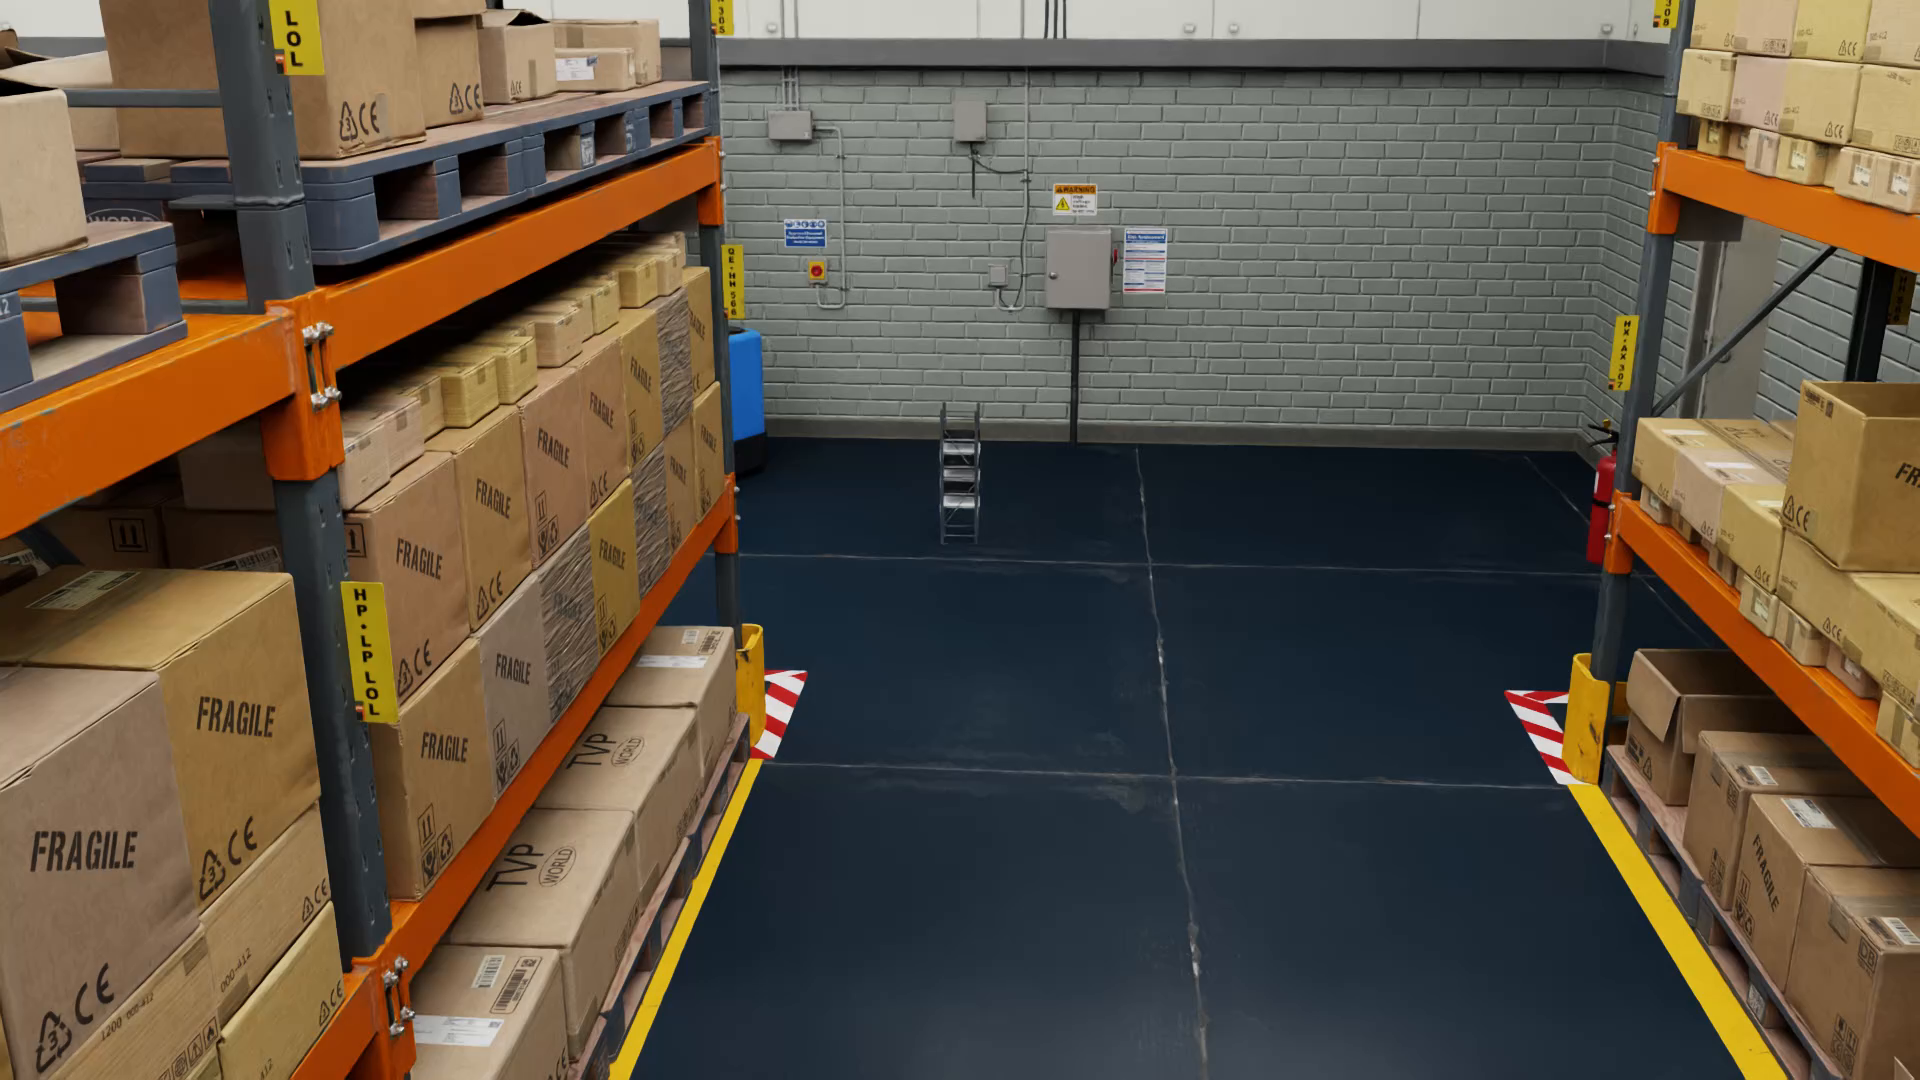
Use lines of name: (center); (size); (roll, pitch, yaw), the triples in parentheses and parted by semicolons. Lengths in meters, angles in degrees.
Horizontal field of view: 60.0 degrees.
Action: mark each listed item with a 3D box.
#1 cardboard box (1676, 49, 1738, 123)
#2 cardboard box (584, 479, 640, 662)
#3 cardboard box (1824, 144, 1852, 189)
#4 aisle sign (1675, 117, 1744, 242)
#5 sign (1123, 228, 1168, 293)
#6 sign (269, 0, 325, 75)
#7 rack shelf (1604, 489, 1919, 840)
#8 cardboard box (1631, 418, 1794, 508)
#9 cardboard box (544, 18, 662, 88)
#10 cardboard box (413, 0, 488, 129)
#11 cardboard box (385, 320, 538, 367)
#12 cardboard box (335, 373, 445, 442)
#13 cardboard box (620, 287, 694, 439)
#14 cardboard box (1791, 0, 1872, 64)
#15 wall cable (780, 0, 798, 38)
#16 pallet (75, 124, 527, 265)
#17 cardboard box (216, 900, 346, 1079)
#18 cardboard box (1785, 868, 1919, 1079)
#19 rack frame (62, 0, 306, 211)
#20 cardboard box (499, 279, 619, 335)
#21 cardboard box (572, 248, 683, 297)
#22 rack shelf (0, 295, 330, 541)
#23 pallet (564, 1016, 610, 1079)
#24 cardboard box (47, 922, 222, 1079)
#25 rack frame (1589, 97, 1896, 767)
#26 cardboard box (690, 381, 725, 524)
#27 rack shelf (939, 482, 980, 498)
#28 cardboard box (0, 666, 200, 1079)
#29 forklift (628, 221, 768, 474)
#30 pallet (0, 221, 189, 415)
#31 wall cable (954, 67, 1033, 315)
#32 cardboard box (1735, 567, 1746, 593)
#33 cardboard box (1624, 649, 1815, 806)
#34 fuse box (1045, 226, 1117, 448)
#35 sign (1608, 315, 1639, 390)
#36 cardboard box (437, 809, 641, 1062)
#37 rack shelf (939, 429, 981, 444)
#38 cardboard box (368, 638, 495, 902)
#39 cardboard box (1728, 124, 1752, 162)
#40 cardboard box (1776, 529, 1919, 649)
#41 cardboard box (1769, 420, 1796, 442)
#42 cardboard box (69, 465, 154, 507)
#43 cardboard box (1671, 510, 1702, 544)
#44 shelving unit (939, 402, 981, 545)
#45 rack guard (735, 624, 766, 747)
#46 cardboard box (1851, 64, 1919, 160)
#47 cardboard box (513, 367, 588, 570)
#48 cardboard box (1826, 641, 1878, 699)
cardboard box: (3.103, -1.747, 6.383); (0.500, 0.250, 0.500); (1, 18, 3)
cardboard box: (-1.417, 0.092, 5.665); (0.500, 0.500, 0.500); (2, 18, 6)
cardboard box: (3.036, -1.199, 5.352); (0.380, 0.149, 0.250); (1, 18, 3)
aisle sign: (3.119, -1.646, 6.955); (0.394, 0.787, 0.004); (1, 18, 4)
sign: (1.429, -2.160, 12.852); (0.329, 0.494, 0.001); (1, 18, 4)
sign: (-1.289, -1.062, 3.194); (0.100, 0.325, 0.005); (1, 18, 4)
rack shelf: (3.264, 0.580, 5.491); (1.077, 0.370, 4.000); (1, 18, 4)
cardboard box: (3.106, -0.318, 6.840); (0.500, 0.250, 0.500); (1, 18, 4)
cardboard box: (-1.486, -1.952, 6.652); (0.500, 0.250, 0.500); (0, 18, -1)
cardboard box: (-1.766, -1.392, 4.534); (0.797, 0.503, 0.637); (3, 18, 8)
cardboard box: (-1.508, -0.571, 5.041); (0.380, 0.149, 0.250); (1, 18, 4)
cardboard box: (-1.571, -0.334, 4.317); (0.380, 0.149, 0.250); (1, 18, 3)
cardboard box: (-1.349, -0.697, 6.468); (0.500, 0.500, 0.500); (1, 18, 4)
cardboard box: (3.047, -1.670, 5.346); (0.500, 0.250, 0.500); (1, 18, 3)
wall cable: (-1.417, -5.116, 12.086); (0.463, 3.000, 0.029); (1, 18, 4)
pallet: (-1.762, -0.888, 4.140); (1.003, 0.211, 1.213); (1, 18, 4)
cardboard box: (-1.611, 0.966, 3.399); (0.500, 0.250, 0.500); (1, 18, 3)
cardboard box: (3.094, 1.380, 5.234); (0.700, 0.500, 0.500); (1, 18, 2)
rack frame: (-1.831, -2.101, 2.884); (1.000, 3.000, 0.127); (1, 18, 4)
cardboard box: (-1.407, -0.810, 5.770); (0.380, 0.149, 0.250); (2, 18, 5)
cardboard box: (-1.299, -1.046, 6.491); (0.380, 0.149, 0.250); (1, 18, 3)
rack shelf: (-1.974, 0.287, 1.567); (1.077, 0.370, 4.000); (1, 18, 4)
pallet: (-1.698, 1.840, 4.968); (1.003, 0.211, 1.213); (1, 18, 4)
cardboard box: (-1.648, 0.881, 2.855); (0.500, 0.250, 0.500); (2, 18, 5)
rack frame: (3.407, -0.383, 7.275); (1.000, 3.000, 0.127); (1, 18, 4)
cardboard box: (-1.314, -0.384, 7.119); (0.500, 0.500, 0.500); (1, 18, 4)
rack shelf: (0.001, -0.313, 10.829); (0.258, 0.077, 0.200); (1, 18, 4)
cardboard box: (-1.642, 0.532, 2.715); (0.500, 0.500, 0.500); (2, 18, 5)
forklift: (-2.928, -2.061, 12.507); (3.031, 2.935, 1.130); (13, 22, 34)
pallet: (-1.847, -0.299, 2.508); (0.805, 0.209, 1.217); (1, 18, 2)
wall cable: (0.253, -2.699, 12.712); (0.588, 1.984, 0.122); (1, 18, 4)
cardboard box: (3.061, 0.154, 6.038); (0.380, 0.149, 0.250); (2, 18, 5)
cardboard box: (3.269, 0.792, 7.025); (0.797, 0.503, 0.637); (1, 18, 2)
fuse box: (0.922, -1.540, 12.875); (0.539, 1.711, 0.414); (1, 18, 4)
sign: (2.866, -0.807, 7.177); (0.100, 0.325, 0.005); (1, 18, 4)
cardboard box: (-1.615, 1.297, 5.588); (0.875, 0.438, 0.875); (1, 18, 2)
rack shelf: (0.001, -0.655, 10.717); (0.258, 0.077, 0.200); (1, 18, 4)
cardboard box: (-1.536, 0.562, 4.229); (0.500, 0.500, 0.500); (2, 18, 6)
cardboard box: (3.160, -1.513, 6.310); (0.380, 0.149, 0.250); (2, 18, 5)
cardboard box: (3.022, 0.155, 5.395); (0.500, 0.250, 0.500); (1, 18, 2)
cardboard box: (3.639, -0.304, 6.798); (0.500, 0.250, 0.500); (2, 18, 6)
cardboard box: (-2.126, -0.184, 3.859); (0.380, 0.149, 0.250); (1, 18, 3)
cardboard box: (3.138, -0.088, 6.777); (0.380, 0.149, 0.250); (2, 18, 5)
shelving unit: (0.001, -0.430, 10.791); (0.258, 0.900, 0.210); (1, 18, 4)
rack guard: (-1.542, 0.688, 8.021); (1.175, 0.500, 0.348); (1, 18, 4)
cardboard box: (3.024, -1.269, 4.923); (0.500, 0.250, 0.500); (1, 18, 3)
cardboard box: (-1.464, -0.231, 5.045); (0.500, 0.500, 0.500); (2, 18, 5)
cardboard box: (3.020, 0.395, 5.303); (0.380, 0.149, 0.250); (1, 18, 4)
